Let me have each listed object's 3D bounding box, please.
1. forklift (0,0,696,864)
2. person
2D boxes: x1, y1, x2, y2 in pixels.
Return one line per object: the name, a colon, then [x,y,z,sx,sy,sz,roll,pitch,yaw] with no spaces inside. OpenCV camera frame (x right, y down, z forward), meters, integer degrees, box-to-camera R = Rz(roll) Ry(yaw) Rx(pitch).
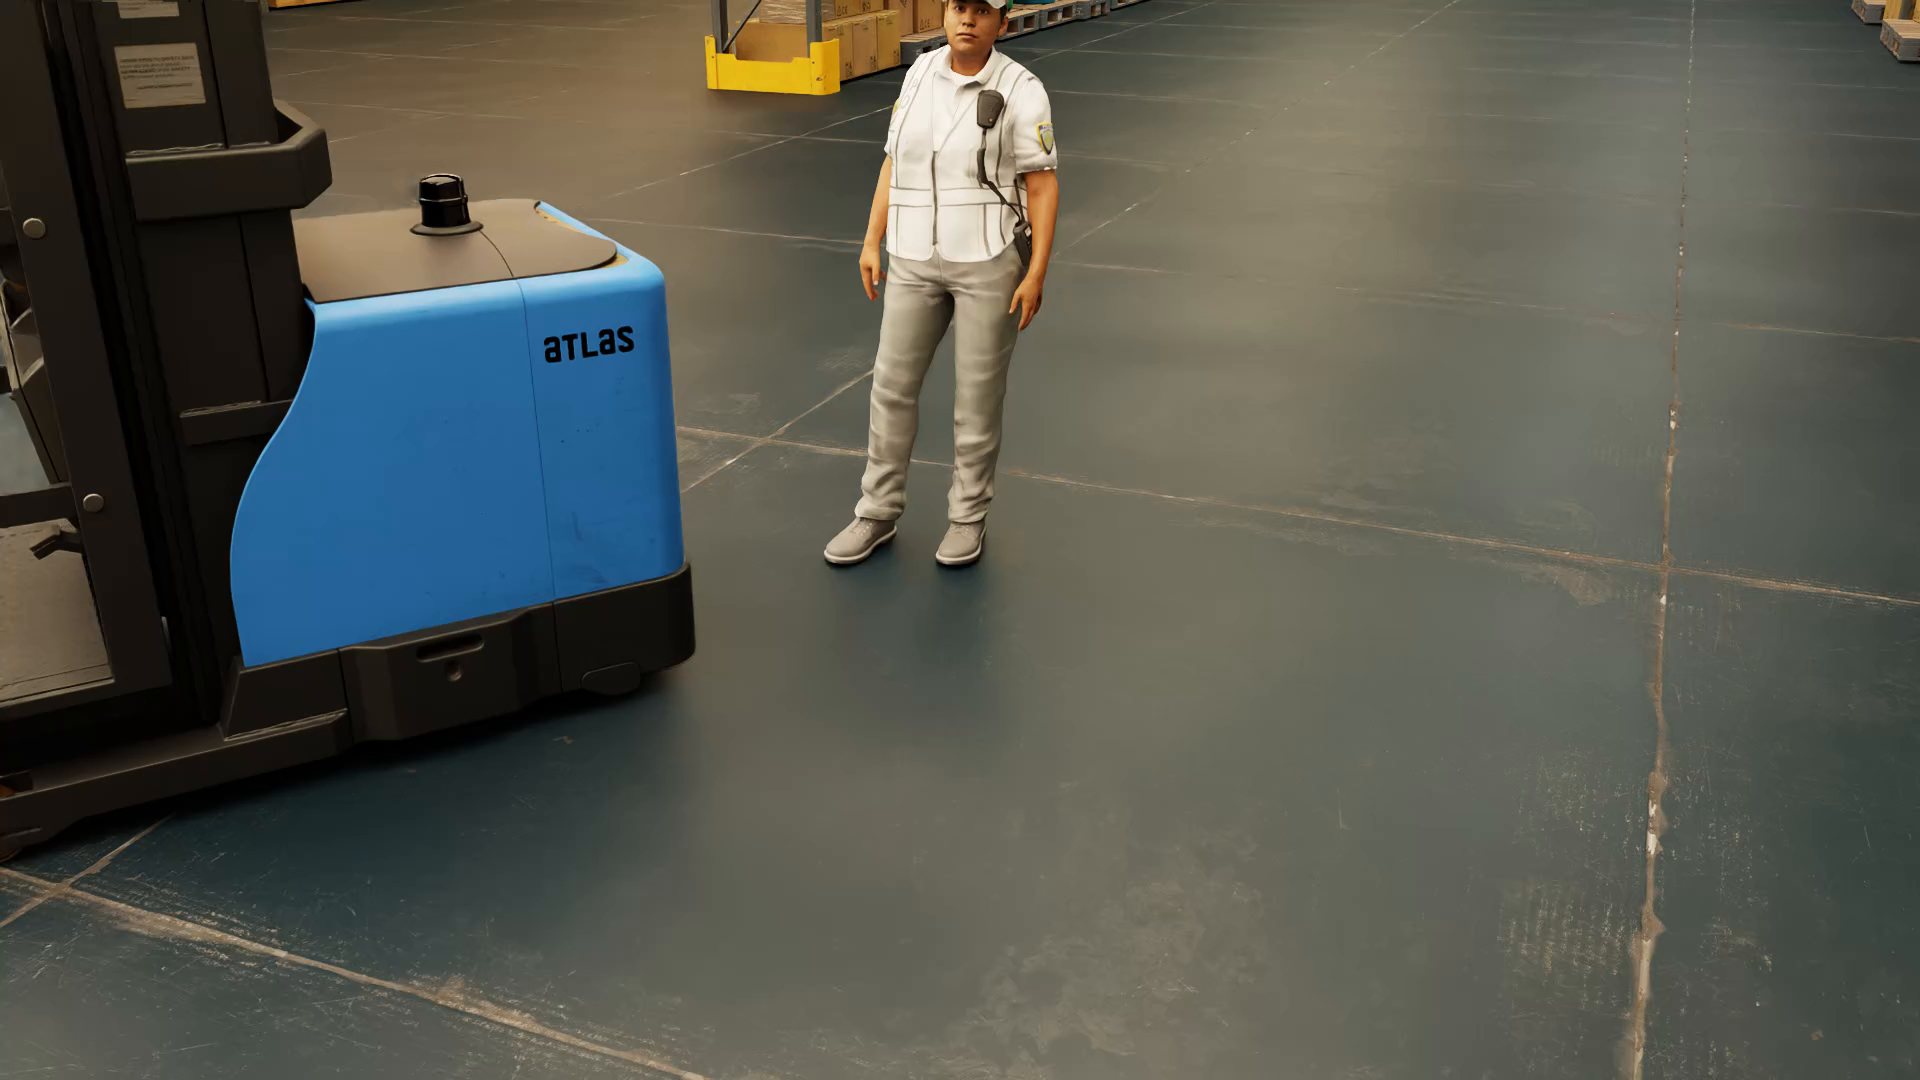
forklift: [-2.205,-0.868,3.368,3.031,2.935,1.130,-13,26,-28]
person: [-0.050,-0.751,4.712,0.598,1.670,0.529,9,24,21]
